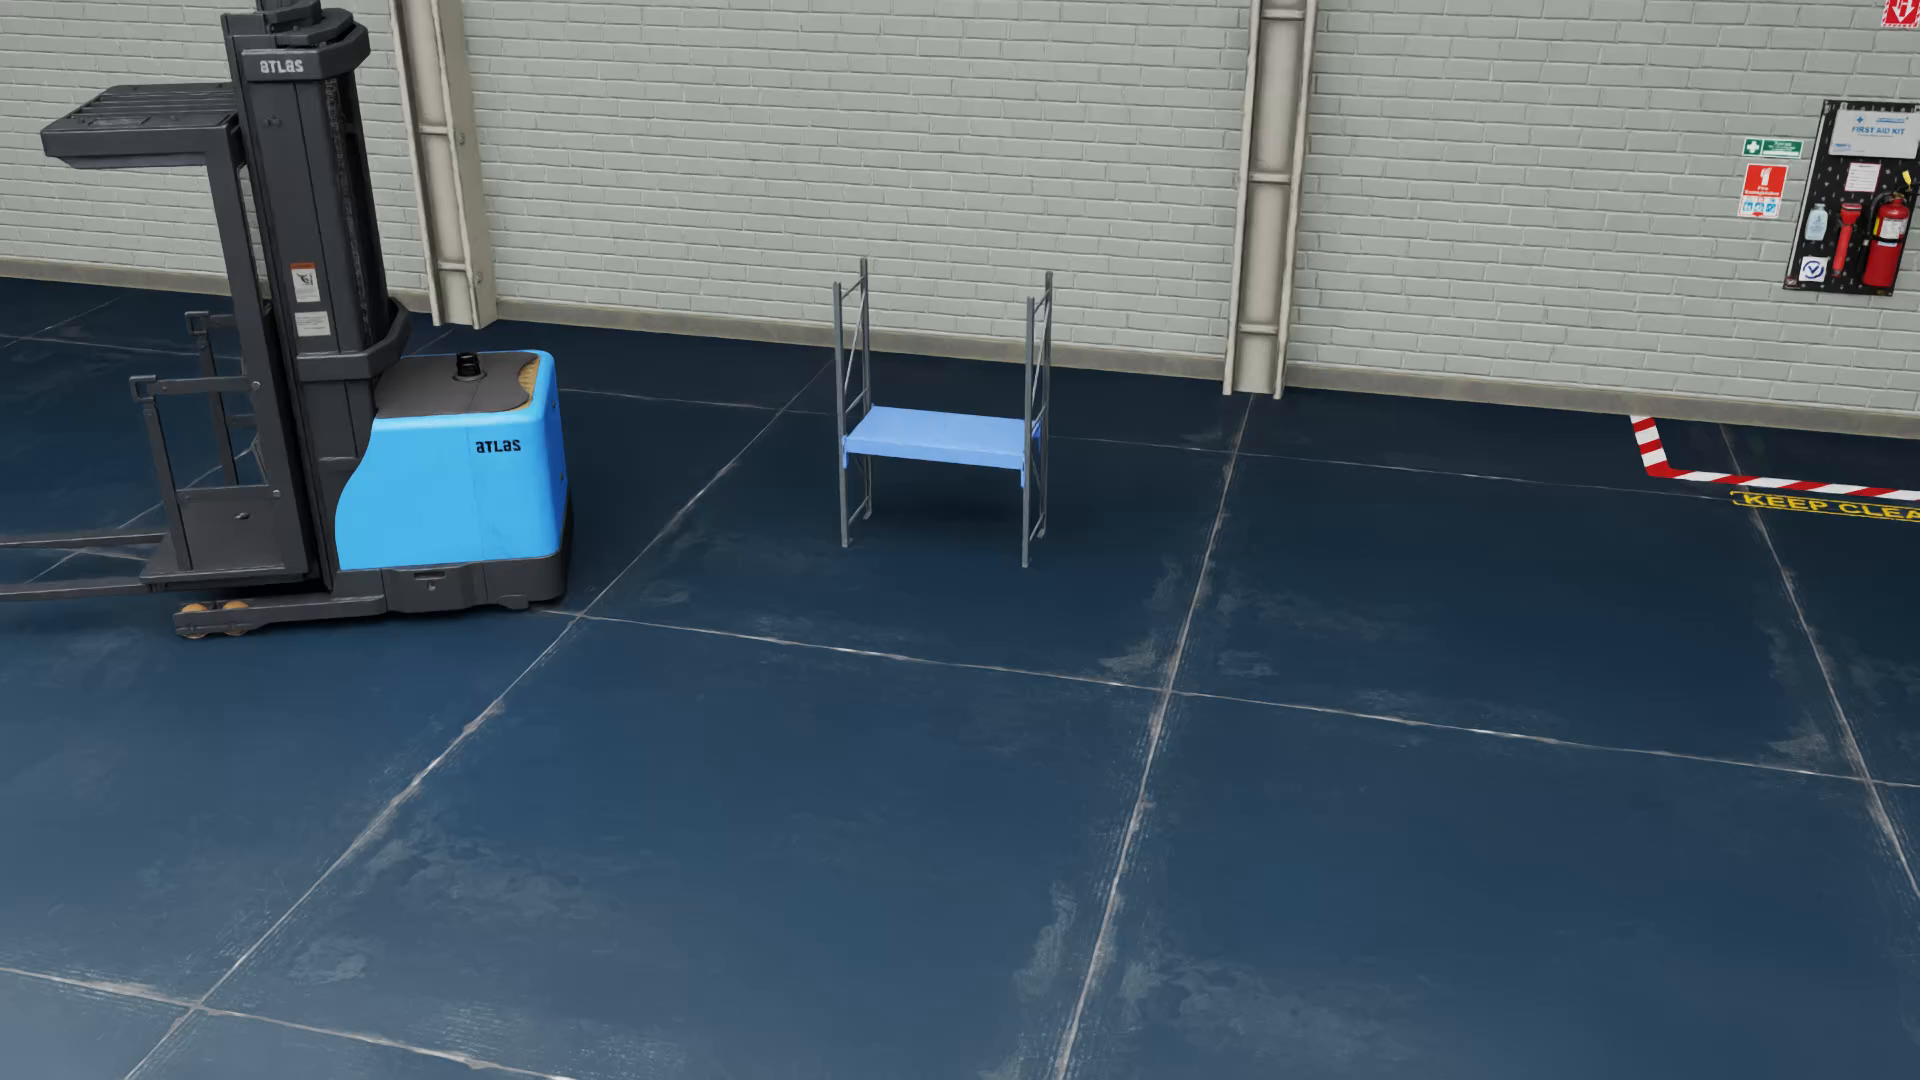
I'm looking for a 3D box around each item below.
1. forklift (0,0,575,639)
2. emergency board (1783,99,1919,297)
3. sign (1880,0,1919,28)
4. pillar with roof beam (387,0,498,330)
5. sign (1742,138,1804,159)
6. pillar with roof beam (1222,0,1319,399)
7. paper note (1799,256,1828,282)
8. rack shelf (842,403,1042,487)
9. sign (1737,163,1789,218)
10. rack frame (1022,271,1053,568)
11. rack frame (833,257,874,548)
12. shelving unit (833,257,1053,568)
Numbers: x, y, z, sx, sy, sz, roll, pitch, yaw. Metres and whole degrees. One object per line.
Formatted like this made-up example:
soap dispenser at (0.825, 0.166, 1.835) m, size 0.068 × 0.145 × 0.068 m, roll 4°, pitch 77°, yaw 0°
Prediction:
forklift at (-3.586, -1.080, 8.109) m, size 3.031 × 2.935 × 1.130 m, roll -4°, pitch 26°, yaw -8°
emergency board at (5.447, -2.029, 10.023) m, size 0.643 × 1.169 × 0.194 m, roll 6°, pitch 26°, yaw 13°
sign at (5.464, -3.118, 9.614) m, size 0.199 × 0.298 × 0.001 m, roll 6°, pitch 26°, yaw 13°
pillar with roof beam at (-4.863, -3.950, 7.078) m, size 0.400 × 9.000 × 9.100 m, roll 6°, pitch 26°, yaw 13°
sign at (4.940, -2.383, 10.107) m, size 0.331 × 0.109 × 0.001 m, roll 6°, pitch 26°, yaw 13°
pillar with roof beam at (0.948, -3.308, 5.729) m, size 0.400 × 9.000 × 9.100 m, roll 6°, pitch 26°, yaw 13°
paper note at (5.293, -1.679, 10.312) m, size 0.142 × 0.148 × 0.016 m, roll 6°, pitch 26°, yaw 13°
rack shelf at (-0.083, -0.524, 9.024) m, size 1.000 × 0.185 × 0.538 m, roll 6°, pitch 26°, yaw 13°
sign at (4.938, -2.148, 10.230) m, size 0.234 × 0.329 × 0.001 m, roll 6°, pitch 26°, yaw 13°
rack frame at (0.410, -0.632, 8.832) m, size 0.032 × 1.500 × 0.500 m, roll 6°, pitch 26°, yaw 13°
rack frame at (-0.575, -0.741, 9.061) m, size 0.032 × 1.500 × 0.500 m, roll 6°, pitch 26°, yaw 13°
shelving unit at (-0.083, -0.686, 8.947) m, size 1.048 × 1.500 × 0.538 m, roll 6°, pitch 26°, yaw 13°
